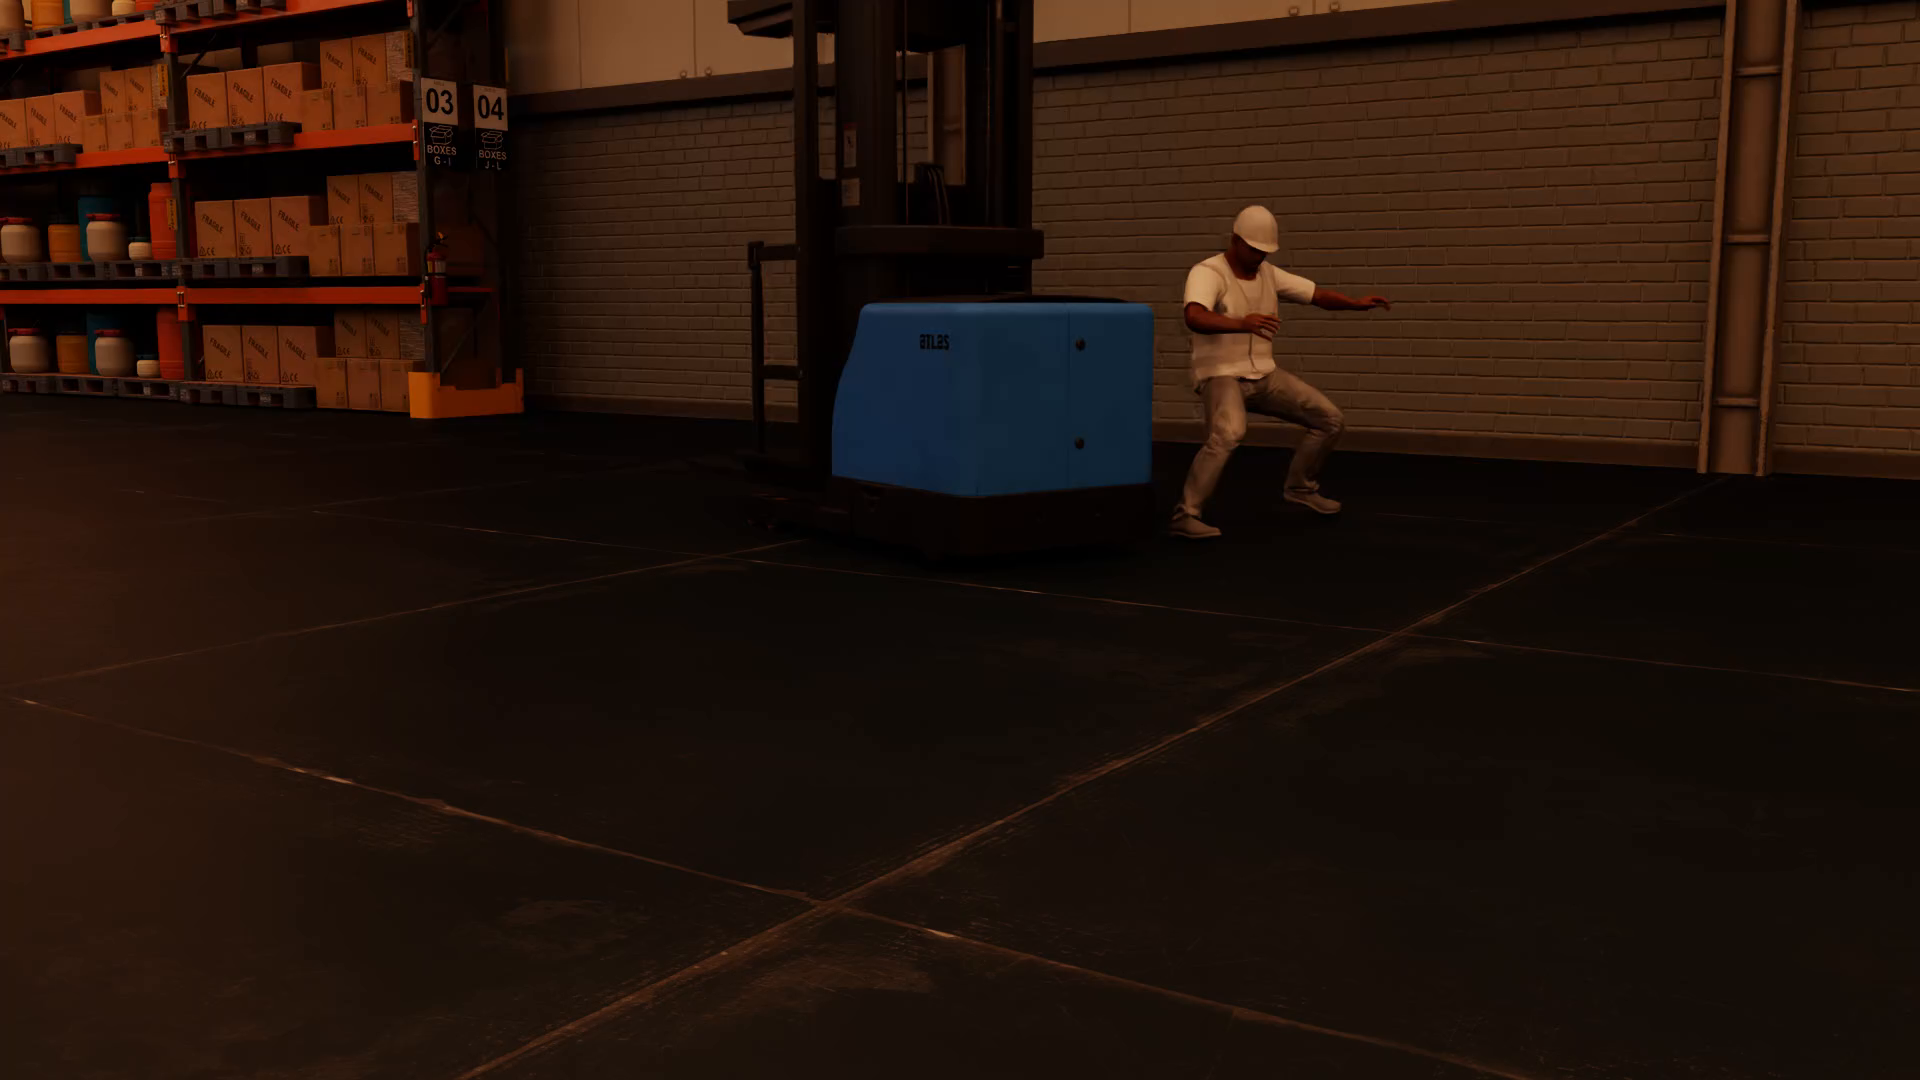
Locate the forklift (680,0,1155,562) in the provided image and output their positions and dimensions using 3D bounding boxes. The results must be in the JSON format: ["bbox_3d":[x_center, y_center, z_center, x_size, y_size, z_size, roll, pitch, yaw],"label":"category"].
[{"bbox_3d":[-0.409,-1.526,7.922,1.130,2.935,3.031,-6,10,-34],"label":"forklift"}]

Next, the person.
[{"bbox_3d":[1.447,-0.816,7.923,1.196,1.533,0.698,-4,9,-29],"label":"person"}]
